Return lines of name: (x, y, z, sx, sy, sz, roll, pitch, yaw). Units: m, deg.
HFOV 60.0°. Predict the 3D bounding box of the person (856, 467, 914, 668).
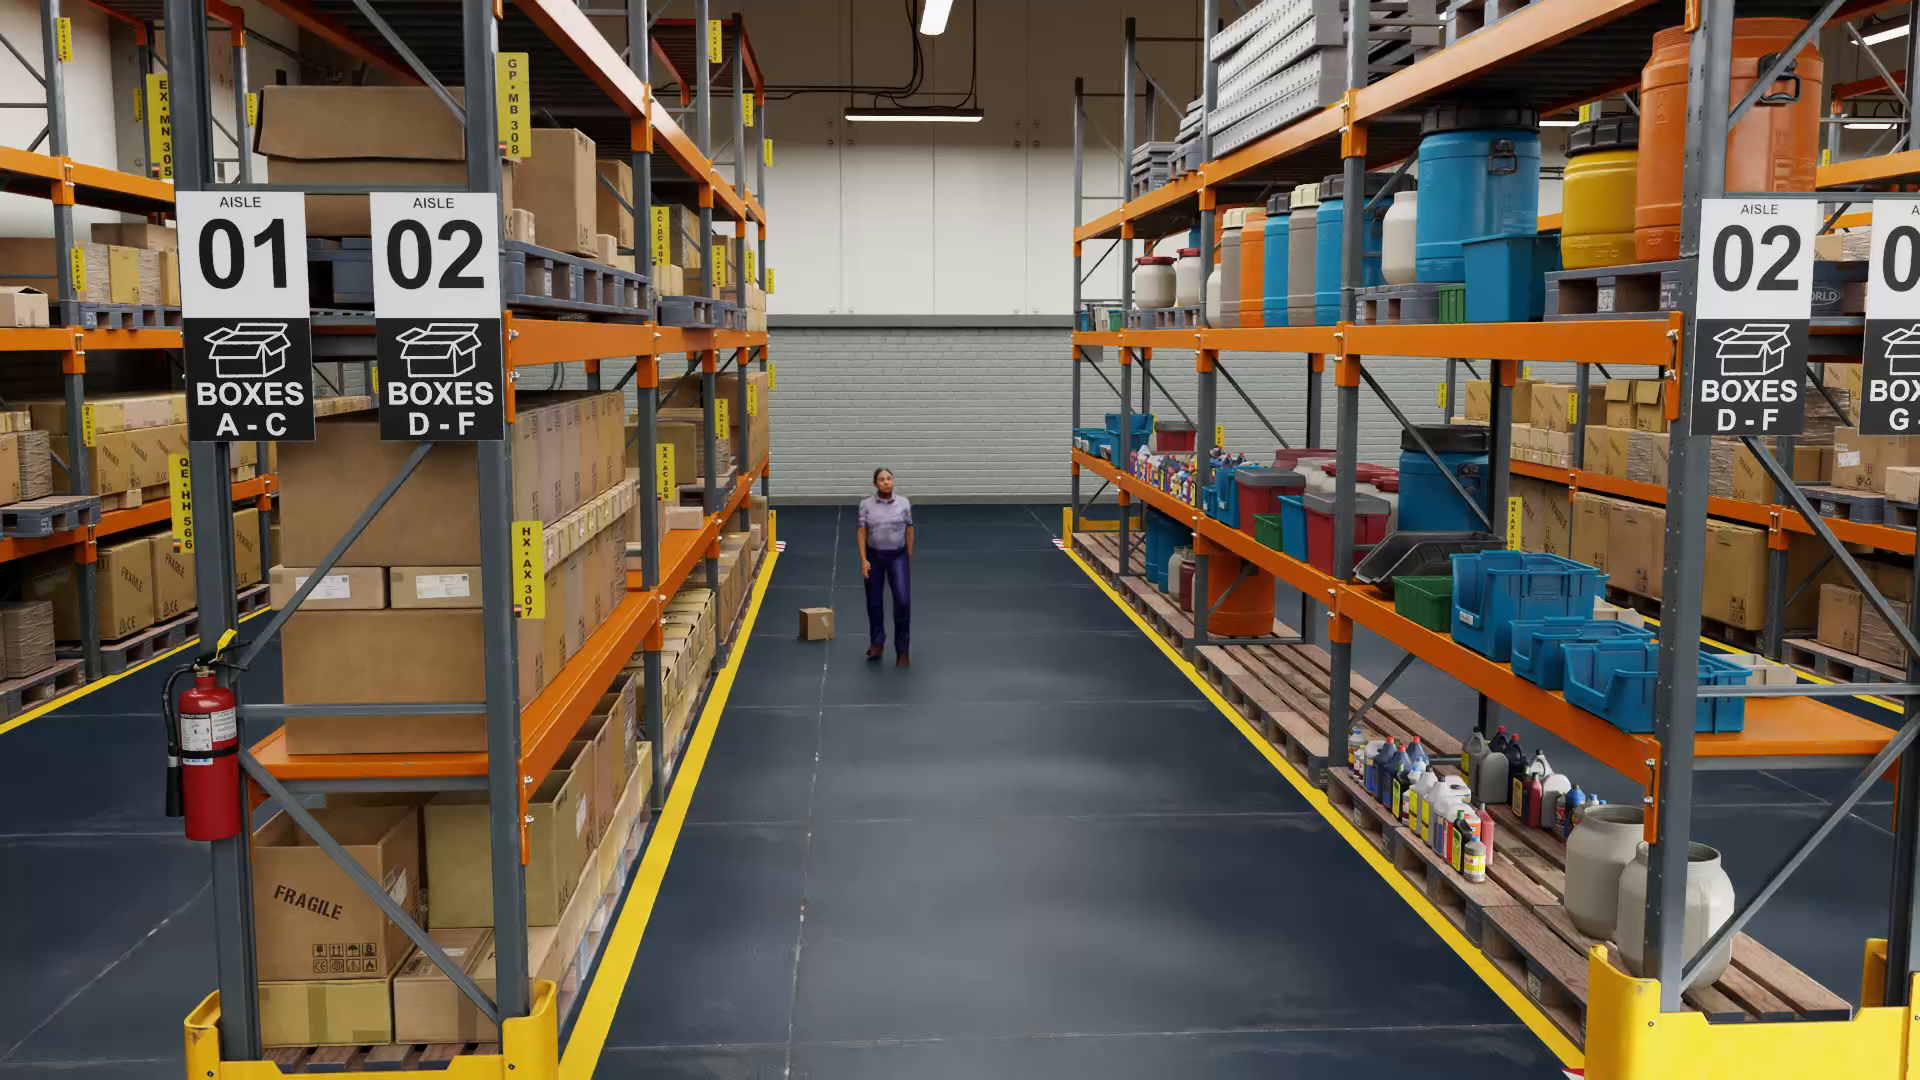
person: (-0.631, 0.237, 14.041, 0.482, 1.714, 0.622, 0, 7, 0)
